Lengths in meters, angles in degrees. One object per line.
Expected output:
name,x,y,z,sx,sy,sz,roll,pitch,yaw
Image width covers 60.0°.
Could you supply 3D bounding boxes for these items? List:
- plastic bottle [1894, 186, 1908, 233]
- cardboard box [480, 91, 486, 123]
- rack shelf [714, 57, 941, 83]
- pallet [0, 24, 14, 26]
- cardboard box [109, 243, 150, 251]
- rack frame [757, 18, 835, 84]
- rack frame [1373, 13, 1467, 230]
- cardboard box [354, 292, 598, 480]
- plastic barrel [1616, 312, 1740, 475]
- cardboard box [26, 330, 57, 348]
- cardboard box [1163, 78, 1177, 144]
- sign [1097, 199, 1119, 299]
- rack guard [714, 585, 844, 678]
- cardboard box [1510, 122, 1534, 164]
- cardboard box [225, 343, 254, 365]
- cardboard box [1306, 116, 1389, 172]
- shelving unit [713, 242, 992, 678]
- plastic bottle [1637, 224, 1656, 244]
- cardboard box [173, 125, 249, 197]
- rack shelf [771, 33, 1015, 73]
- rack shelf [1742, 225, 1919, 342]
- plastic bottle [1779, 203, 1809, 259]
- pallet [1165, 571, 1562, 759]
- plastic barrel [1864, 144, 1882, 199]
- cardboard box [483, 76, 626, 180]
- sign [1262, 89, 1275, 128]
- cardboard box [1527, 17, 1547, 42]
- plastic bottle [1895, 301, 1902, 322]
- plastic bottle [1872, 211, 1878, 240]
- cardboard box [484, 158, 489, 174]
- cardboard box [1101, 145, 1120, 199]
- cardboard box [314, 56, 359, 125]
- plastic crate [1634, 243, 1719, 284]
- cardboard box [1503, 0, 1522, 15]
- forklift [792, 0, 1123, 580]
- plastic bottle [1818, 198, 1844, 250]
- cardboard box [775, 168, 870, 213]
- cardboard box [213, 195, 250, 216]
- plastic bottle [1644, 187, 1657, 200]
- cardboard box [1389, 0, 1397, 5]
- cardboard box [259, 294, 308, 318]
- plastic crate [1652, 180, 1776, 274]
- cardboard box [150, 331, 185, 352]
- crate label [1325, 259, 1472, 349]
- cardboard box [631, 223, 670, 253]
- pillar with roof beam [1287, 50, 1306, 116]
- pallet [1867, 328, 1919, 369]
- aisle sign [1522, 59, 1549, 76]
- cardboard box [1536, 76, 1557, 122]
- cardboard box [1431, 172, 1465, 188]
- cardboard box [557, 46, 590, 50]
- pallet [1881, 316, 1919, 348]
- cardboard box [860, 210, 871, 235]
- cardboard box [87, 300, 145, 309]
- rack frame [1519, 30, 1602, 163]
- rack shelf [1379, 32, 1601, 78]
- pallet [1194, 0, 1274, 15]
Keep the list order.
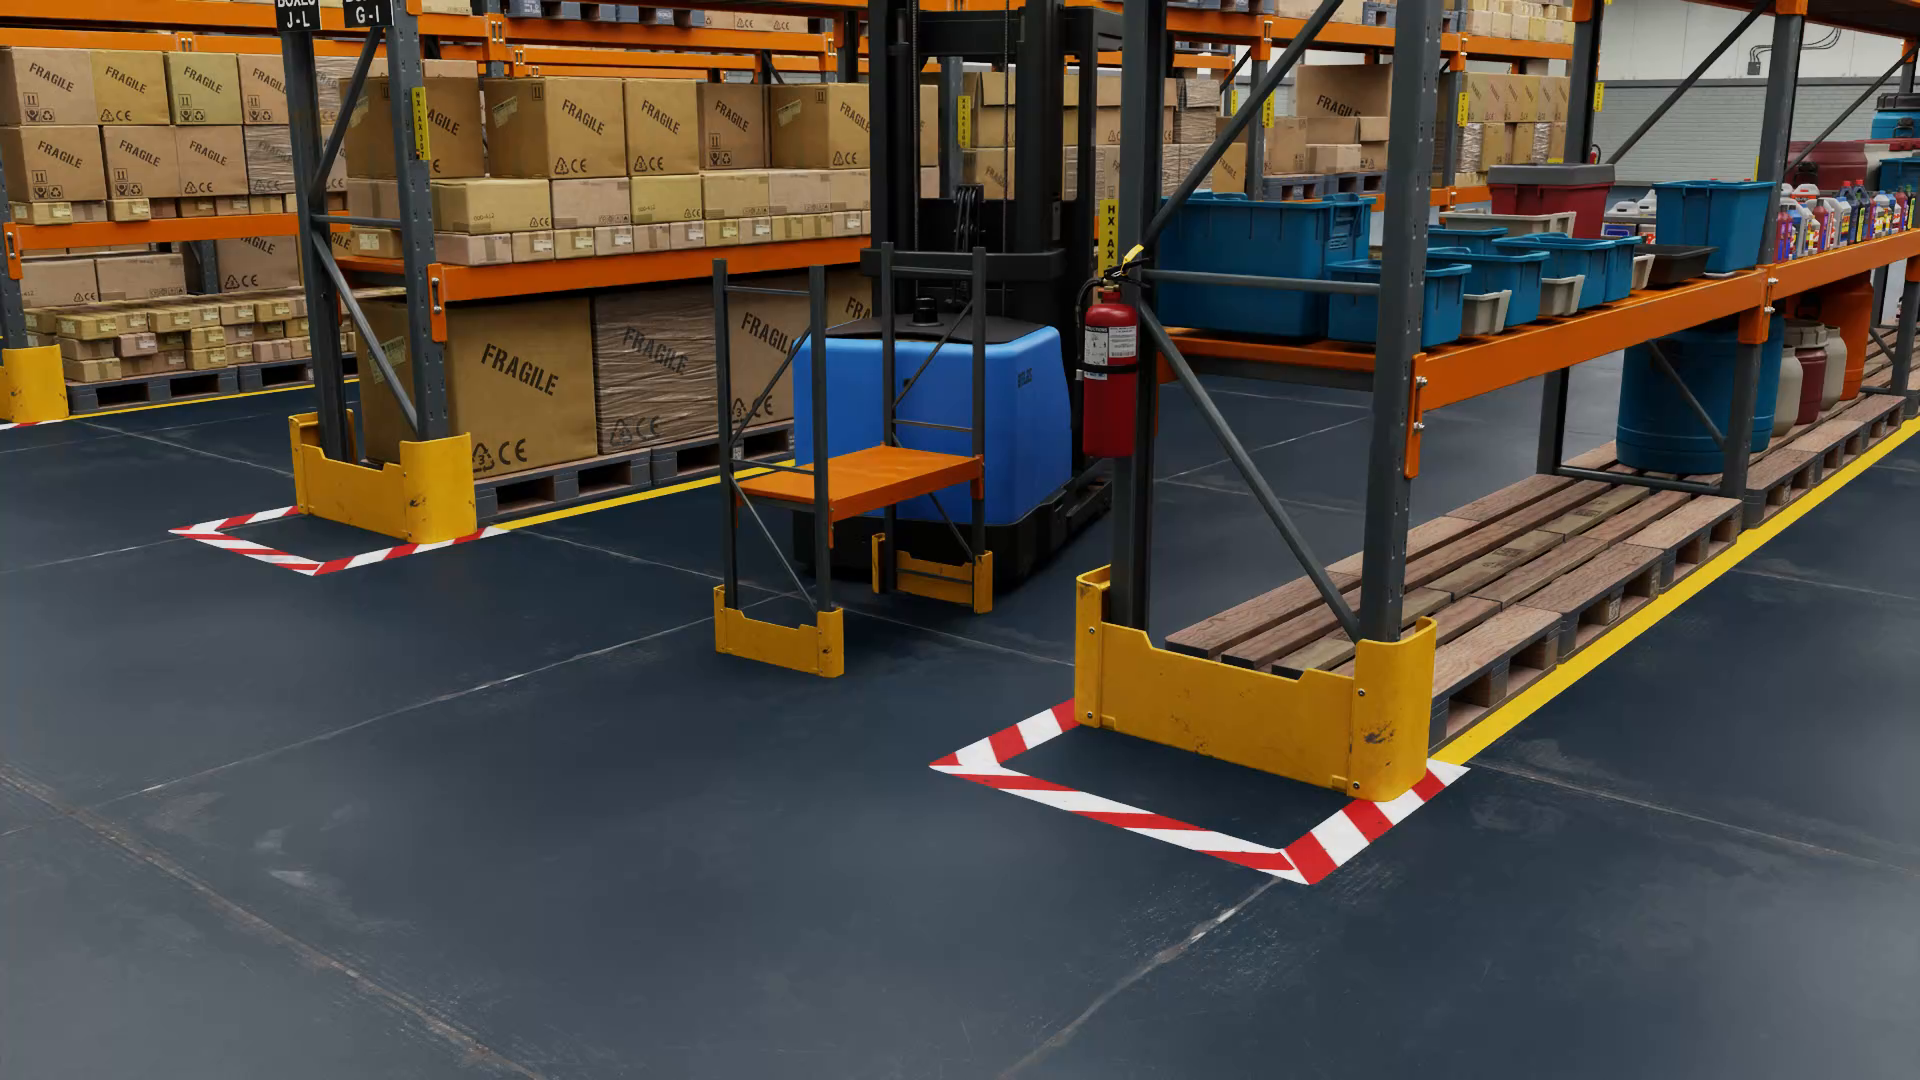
plastic bottle,5.893,-2.074,10.432,0.061,0.283,0.133,11,18,38
cardboard box,-5.721,-5.012,19.526,0.500,0.500,0.500,11,18,36
rack shelf,-1.828,-6.873,24.453,1.077,0.370,4.000,11,18,38
pallet,-9.403,-4.876,15.311,1.003,0.211,1.213,11,18,38
cardboard box,-10.854,-3.868,21.481,0.500,0.500,0.500,11,18,36
rack frame,-1.686,-3.872,17.271,1.000,3.000,0.127,11,18,38
rack frame,4.623,-3.851,17.189,1.000,3.000,0.127,11,18,38
cardboard box,-2.580,-0.861,8.884,0.875,0.875,0.875,11,18,38
plastic barrel,3.802,-0.840,8.748,0.600,0.901,0.708,11,18,38
cardboard box,-6.604,-1.451,12.075,0.380,0.149,0.250,11,18,36
cardboard box,1.225,-3.358,13.007,0.797,0.503,0.637,12,18,39
sign,0.495,-0.947,5.429,0.100,0.325,0.005,11,18,38
rack guard,-0.688,0.340,6.277,0.587,0.250,0.087,10,17,33
cardboard box,5.877,-4.411,18.587,0.875,0.500,0.500,11,18,38
cardboard box,-5.552,-1.419,12.555,0.380,0.149,0.250,11,18,38
cardboard box,3.605,-3.758,15.762,0.797,0.503,0.637,14,20,43
shelving unit,-0.405,-0.367,6.520,0.587,1.500,1.083,10,17,33
plastic bottle,3.552,-1.566,8.598,0.097,0.201,0.097,0,14,0
cardboard box,-5.583,-2.774,12.142,0.500,0.500,0.500,12,18,38
rack shelf,-0.429,-5.360,18.498,1.077,0.370,4.000,11,18,38
rack shelf,4.704,-1.587,9.738,1.077,0.370,4.000,11,18,38
plastic bottle,4.264,-1.592,8.549,0.152,0.276,0.135,11,18,38
pallet,1.481,0.413,6.067,1.003,0.211,1.213,11,18,38
plastic barrel,6.441,-2.603,12.049,0.421,0.512,0.421,0,14,0
cardboard box,-2.094,-2.134,8.607,0.500,0.500,0.500,11,18,36
sign,2.542,-3.561,13.696,0.100,0.325,0.005,11,18,38
cardboard box,6.079,-5.576,18.194,0.500,0.250,0.500,11,18,37
plastic bottle,8.461,-2.059,14.926,0.097,0.201,0.097,0,14,0
plastic bottle,5.378,-1.885,9.853,0.097,0.201,0.097,0,14,0
cardboard box,-4.104,-3.294,14.655,0.380,0.149,0.250,11,18,36
cardboard box,1.029,-2.709,12.490,0.500,0.500,0.500,12,18,39
cardboard box,-4.938,-3.455,12.795,0.500,0.500,0.500,12,18,39
plastic crate,2.952,-1.192,7.160,0.437,0.125,0.590,11,18,38
cardboard box,5.724,-5.641,17.639,0.380,0.149,0.250,11,18,37
forklift,0.195,-1.566,8.335,1.130,2.935,3.031,5,15,18
plastic bottle,4.762,-1.744,9.146,0.152,0.276,0.135,11,18,38
cardboard box,-0.802,-2.166,10.256,0.500,0.250,0.500,12,19,39
cardboard box,-5.494,-2.489,12.341,0.380,0.149,0.250,11,18,36
plastic bottle,3.770,-1.755,9.040,0.144,0.351,0.185,11,18,38
cardboard box,4.109,-5.248,16.015,0.396,0.266,0.258,12,19,40
cardboard box,-5.225,-1.816,12.907,0.380,0.149,0.250,11,18,38
plastic crate,3.419,-1.431,7.576,0.392,0.384,0.575,11,18,38
cardboard box,-5.884,-1.471,12.152,0.380,0.149,0.250,12,18,38
crate label,1.344,-0.731,5.125,0.416,0.233,0.303,11,18,38
cardboard box,-1.795,-1.645,9.016,0.380,0.149,0.250,11,18,36
pillar with roof beam,12.859,-13.762,44.018,9.100,9.000,0.400,11,18,38
pallet,8.012,-1.576,13.900,1.003,0.211,1.213,11,18,38
aisle sign,6.942,-5.935,20.114,0.394,0.787,0.004,11,18,38
cardboard box,6.357,-4.959,18.712,0.500,0.500,0.500,11,18,38
cardboard box,4.992,-3.724,17.199,0.380,0.149,0.250,11,18,38
cardboard box,-4.996,-6.301,20.537,0.700,0.500,0.500,11,18,38
pallet,8.929,-1.855,14.996,1.003,0.211,1.213,11,18,38
cardboard box,-0.665,-1.989,10.372,0.380,0.149,0.250,11,18,37
cardboard box,-6.312,-1.699,12.447,0.380,0.149,0.250,11,18,36
rack frame,7.137,-4.617,20.205,1.000,3.000,0.127,11,18,38
rack shelf,5.880,-5.339,18.416,1.077,0.370,4.000,11,18,38
pallet,1.745,-4.316,13.310,1.213,0.211,1.003,12,19,40
